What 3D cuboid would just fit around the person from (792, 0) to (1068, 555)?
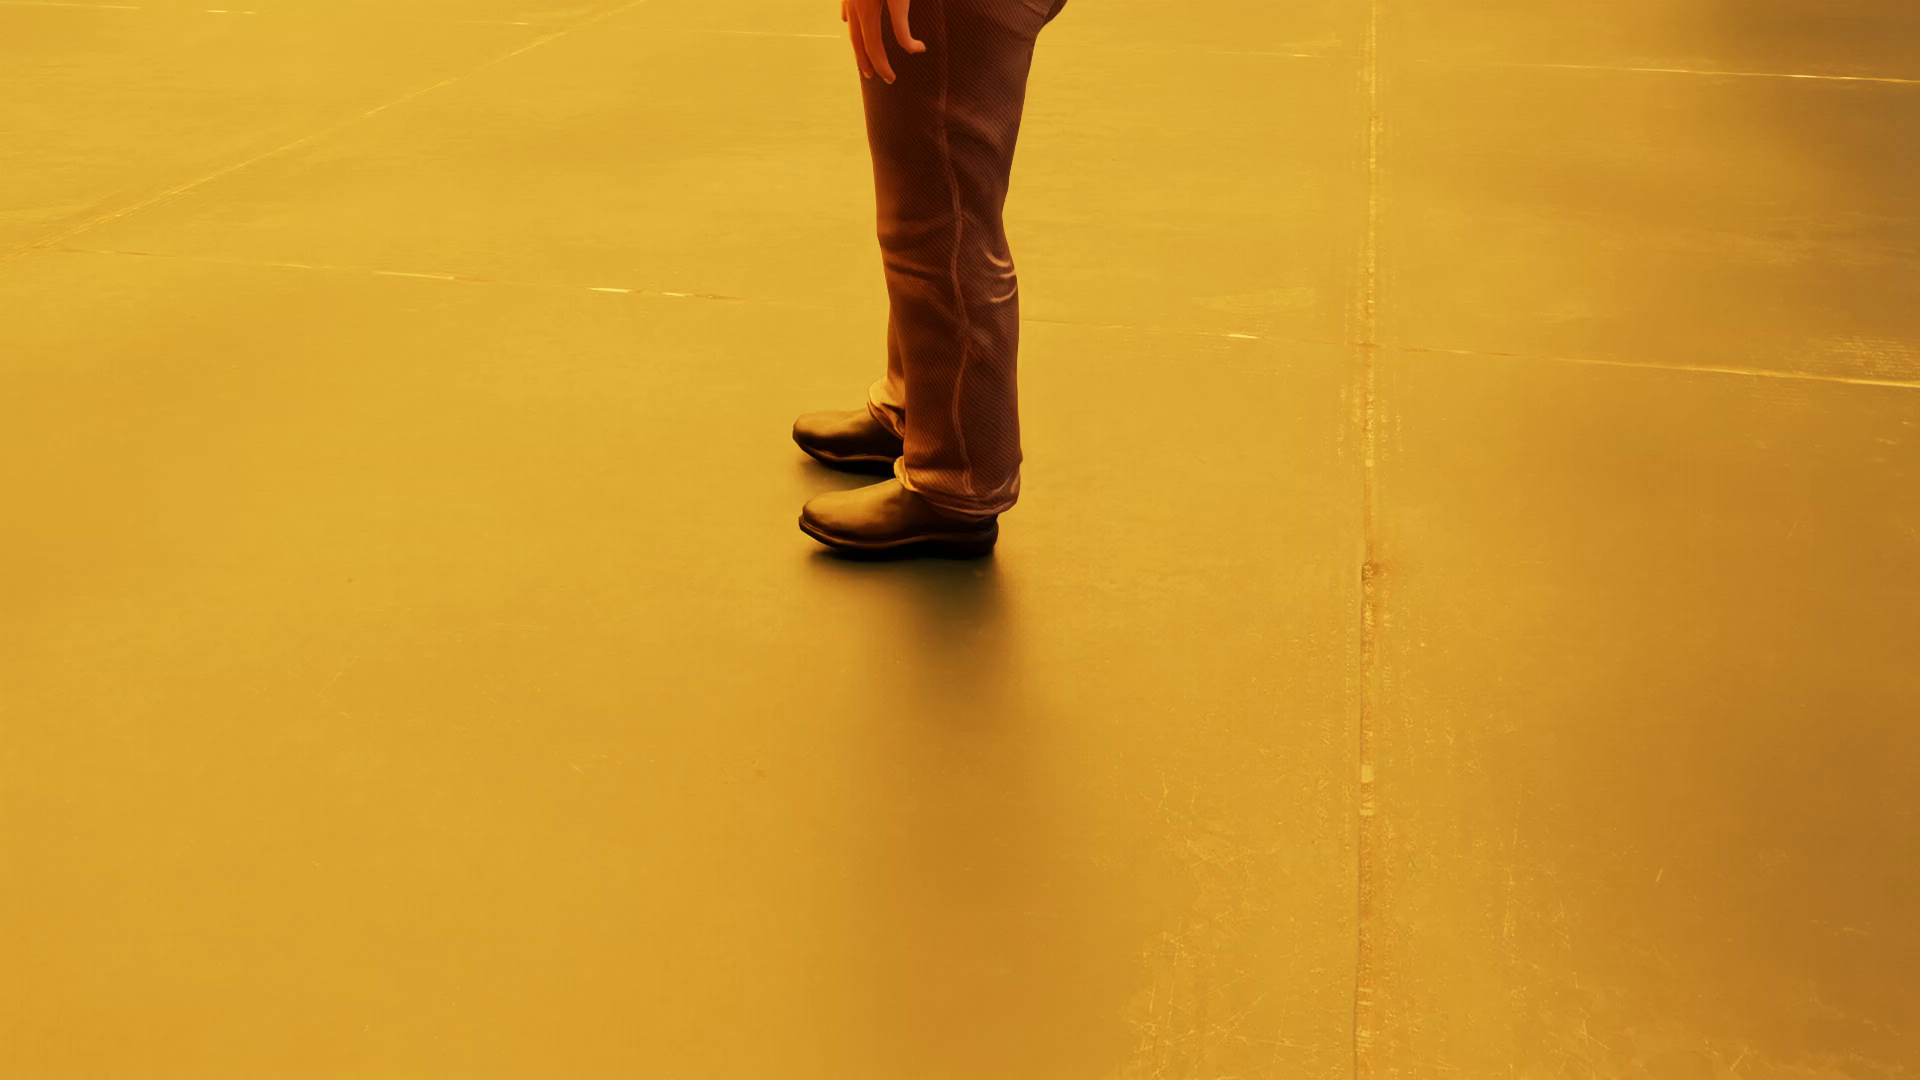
[{"bbox_3d":[-0.059,-0.785,2.128,0.568,1.720,0.632,6,27,11],"label":"person"}]
